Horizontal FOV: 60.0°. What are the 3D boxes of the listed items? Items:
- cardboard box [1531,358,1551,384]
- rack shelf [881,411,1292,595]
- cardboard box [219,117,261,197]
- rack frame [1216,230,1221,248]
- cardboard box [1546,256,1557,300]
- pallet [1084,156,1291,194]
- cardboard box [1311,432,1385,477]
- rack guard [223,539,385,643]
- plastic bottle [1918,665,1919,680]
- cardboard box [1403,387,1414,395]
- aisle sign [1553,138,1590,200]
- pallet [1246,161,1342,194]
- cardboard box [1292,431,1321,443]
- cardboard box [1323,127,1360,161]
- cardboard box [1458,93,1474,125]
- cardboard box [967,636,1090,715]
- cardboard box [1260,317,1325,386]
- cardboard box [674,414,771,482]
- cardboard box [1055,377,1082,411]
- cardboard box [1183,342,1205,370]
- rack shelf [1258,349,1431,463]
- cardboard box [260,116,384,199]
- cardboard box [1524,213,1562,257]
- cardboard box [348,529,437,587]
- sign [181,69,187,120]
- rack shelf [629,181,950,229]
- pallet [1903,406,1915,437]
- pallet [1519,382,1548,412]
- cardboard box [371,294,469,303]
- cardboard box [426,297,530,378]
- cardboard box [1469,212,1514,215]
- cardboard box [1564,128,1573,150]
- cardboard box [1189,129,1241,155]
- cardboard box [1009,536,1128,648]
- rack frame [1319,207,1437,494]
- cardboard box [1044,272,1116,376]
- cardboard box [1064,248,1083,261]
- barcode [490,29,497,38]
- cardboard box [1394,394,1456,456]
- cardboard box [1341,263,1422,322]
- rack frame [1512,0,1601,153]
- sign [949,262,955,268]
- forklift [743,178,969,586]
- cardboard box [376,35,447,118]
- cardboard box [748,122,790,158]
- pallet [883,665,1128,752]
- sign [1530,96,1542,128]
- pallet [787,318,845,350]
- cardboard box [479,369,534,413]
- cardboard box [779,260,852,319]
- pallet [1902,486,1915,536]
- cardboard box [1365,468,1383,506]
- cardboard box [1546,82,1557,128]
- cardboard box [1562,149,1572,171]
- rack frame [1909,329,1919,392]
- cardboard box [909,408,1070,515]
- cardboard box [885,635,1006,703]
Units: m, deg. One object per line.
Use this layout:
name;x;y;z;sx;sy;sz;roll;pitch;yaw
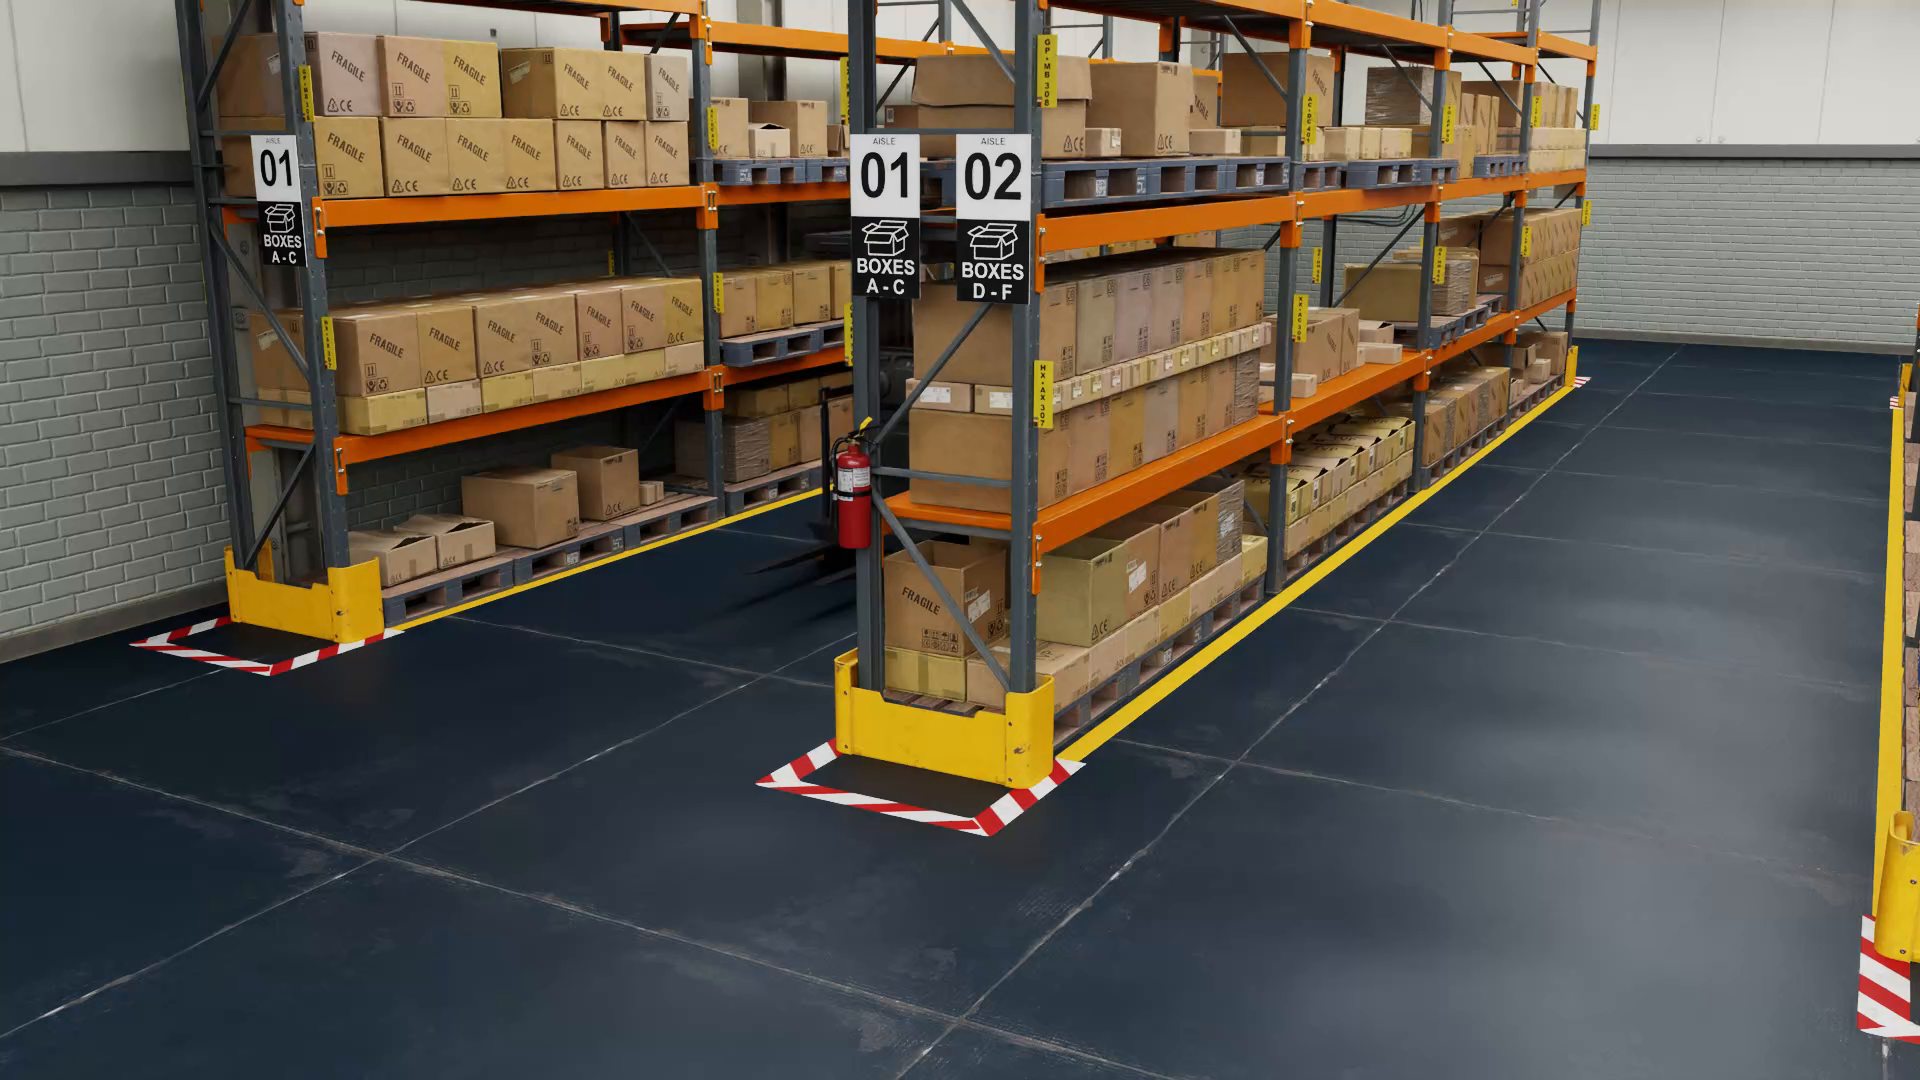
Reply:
cardboard box;7.122;-2.137;20.928;0.500;0.250;0.500;7;15;28
rack shelf;0.887;-0.369;10.200;1.077;0.370;4.000;7;15;28
cardboard box;-4.438;-2.500;10.847;0.500;0.500;0.500;9;16;32
rack frame;3.317;-4.152;24.355;1.000;3.000;0.127;7;15;28
cardboard box;6.939;-3.205;20.215;0.500;0.500;0.500;7;15;27
pallet;1.464;-2.367;10.739;1.003;0.211;1.213;7;15;28
cardboard box;3.258;-0.744;13.994;0.500;0.311;0.500;7;15;28
rack guard;-4.381;0.330;11.096;1.175;0.500;0.348;7;15;28
plastic bottle;5.435;0.625;9.254;0.144;0.351;0.185;8;16;30
cardboard box;4.285;-1.273;16.810;0.500;0.500;0.500;7;15;26
aisle sign;7.956;-4.834;21.639;0.394;0.787;0.004;7;15;28
pallet;2.269;-2.677;12.245;0.805;0.209;1.217;7;15;26
cardboard box;2.782;-0.803;14.237;0.500;0.311;0.500;7;15;27
cardboard box;2.832;-3.104;13.033;0.500;0.250;0.500;6;15;23
cardboard box;4.771;-4.161;16.671;0.600;0.600;0.600;7;15;26
cardboard box;0.374;0.739;9.039;0.500;0.250;0.500;7;15;28
cardboard box;2.494;-1.442;12.900;0.500;0.500;0.500;9;16;32
cardboard box;-2.143;-0.841;15.018;0.700;0.500;0.500;8;16;30
cardboard box;0.423;-0.783;8.785;0.380;0.149;0.250;7;15;27
cardboard box;1.295;-1.153;10.318;0.380;0.149;0.250;8;16;30
rack shelf;2.821;-1.190;13.604;1.077;0.370;4.000;7;15;28
cardboard box;-4.038;-2.426;10.540;0.500;0.500;0.500;8;16;30
cardboard box;6.942;-3.687;20.082;0.500;0.500;0.500;8;16;30
cardboard box;-4.005;0.092;11.549;0.500;0.311;0.500;6;15;22
sign;-4.894;-2.825;10.561;0.100;0.325;0.005;7;15;28
rack shelf;-1.518;-3.209;15.577;1.077;0.370;4.000;7;15;28
pallet;10.966;-1.260;18.308;1.003;0.211;1.213;7;15;28
pallet;6.643;-1.807;20.579;1.003;0.211;1.213;7;15;28
cardboard box;-3.878;-1.500;12.033;0.500;0.500;0.500;7;15;27
cardboard box;-3.421;-1.440;11.784;0.500;0.500;0.500;7;15;26
cardboard box;6.472;-3.750;20.343;0.500;0.500;0.500;7;15;28
cardboard box;7.143;-4.881;20.231;0.500;0.250;0.500;7;15;28
cardboard box;1.510;-2.459;10.275;0.380;0.149;0.250;7;15;28
cardboard box;0.614;0.272;9.377;0.500;0.500;0.500;7;15;28
rack frame;3.787;-1.950;15.222;1.000;3.000;0.127;7;15;28
cardboard box;0.432;-1.202;9.136;0.700;0.500;0.500;7;15;27
cardboard box;1.142;-3.305;19.952;0.500;0.500;0.500;8;15;28
barcode;-3.533;-3.835;12.588;0.001;0.075;0.075;7;15;28
cardboard box;4.506;-1.118;16.164;0.500;0.500;0.500;7;15;26
cardboard box;3.993;-2.345;15.750;0.700;0.500;0.500;2;14;9
rack frame;7.655;-6.508;21.327;1.000;3.000;0.127;7;15;28
sign;-0.071;-2.975;17.173;0.100;0.325;0.005;7;15;28
forklift;-0.460;-1.244;12.441;1.130;2.935;3.031;8;16;30
cardboard box;-3.733;-3.020;10.873;0.500;0.500;0.500;7;15;27
cardboard box;-1.852;-3.538;14.704;0.500;0.311;0.500;8;16;30
pallet;0.253;0.885;9.411;1.003;0.211;1.213;7;15;28
sign;6.209;-4.610;17.910;0.100;0.325;0.005;7;15;28
pallet;-1.472;-2.006;15.865;1.003;0.211;1.213;7;15;28
cardboard box;-3.414;-1.082;11.899;0.500;0.250;0.500;7;15;27
cardboard box;-1.352;-2.417;16.008;0.700;0.500;0.500;7;15;28
pallet;8.466;-0.199;13.908;1.003;0.211;1.213;7;15;28
cardboard box;3.255;-0.473;14.066;0.500;0.250;0.500;8;16;29
cardboard box;6.525;-5.057;19.364;0.700;0.500;0.500;7;15;28
cardboard box;7.156;-4.636;20.283;0.500;0.250;0.500;7;15;28
rack frame;11.989;-3.029;19.699;1.000;3.000;0.127;7;15;28
cardboard box;0.157;-0.452;8.793;0.700;0.500;0.500;7;15;28
cardboard box;-0.079;0.680;9.282;0.500;0.250;0.500;7;15;28
